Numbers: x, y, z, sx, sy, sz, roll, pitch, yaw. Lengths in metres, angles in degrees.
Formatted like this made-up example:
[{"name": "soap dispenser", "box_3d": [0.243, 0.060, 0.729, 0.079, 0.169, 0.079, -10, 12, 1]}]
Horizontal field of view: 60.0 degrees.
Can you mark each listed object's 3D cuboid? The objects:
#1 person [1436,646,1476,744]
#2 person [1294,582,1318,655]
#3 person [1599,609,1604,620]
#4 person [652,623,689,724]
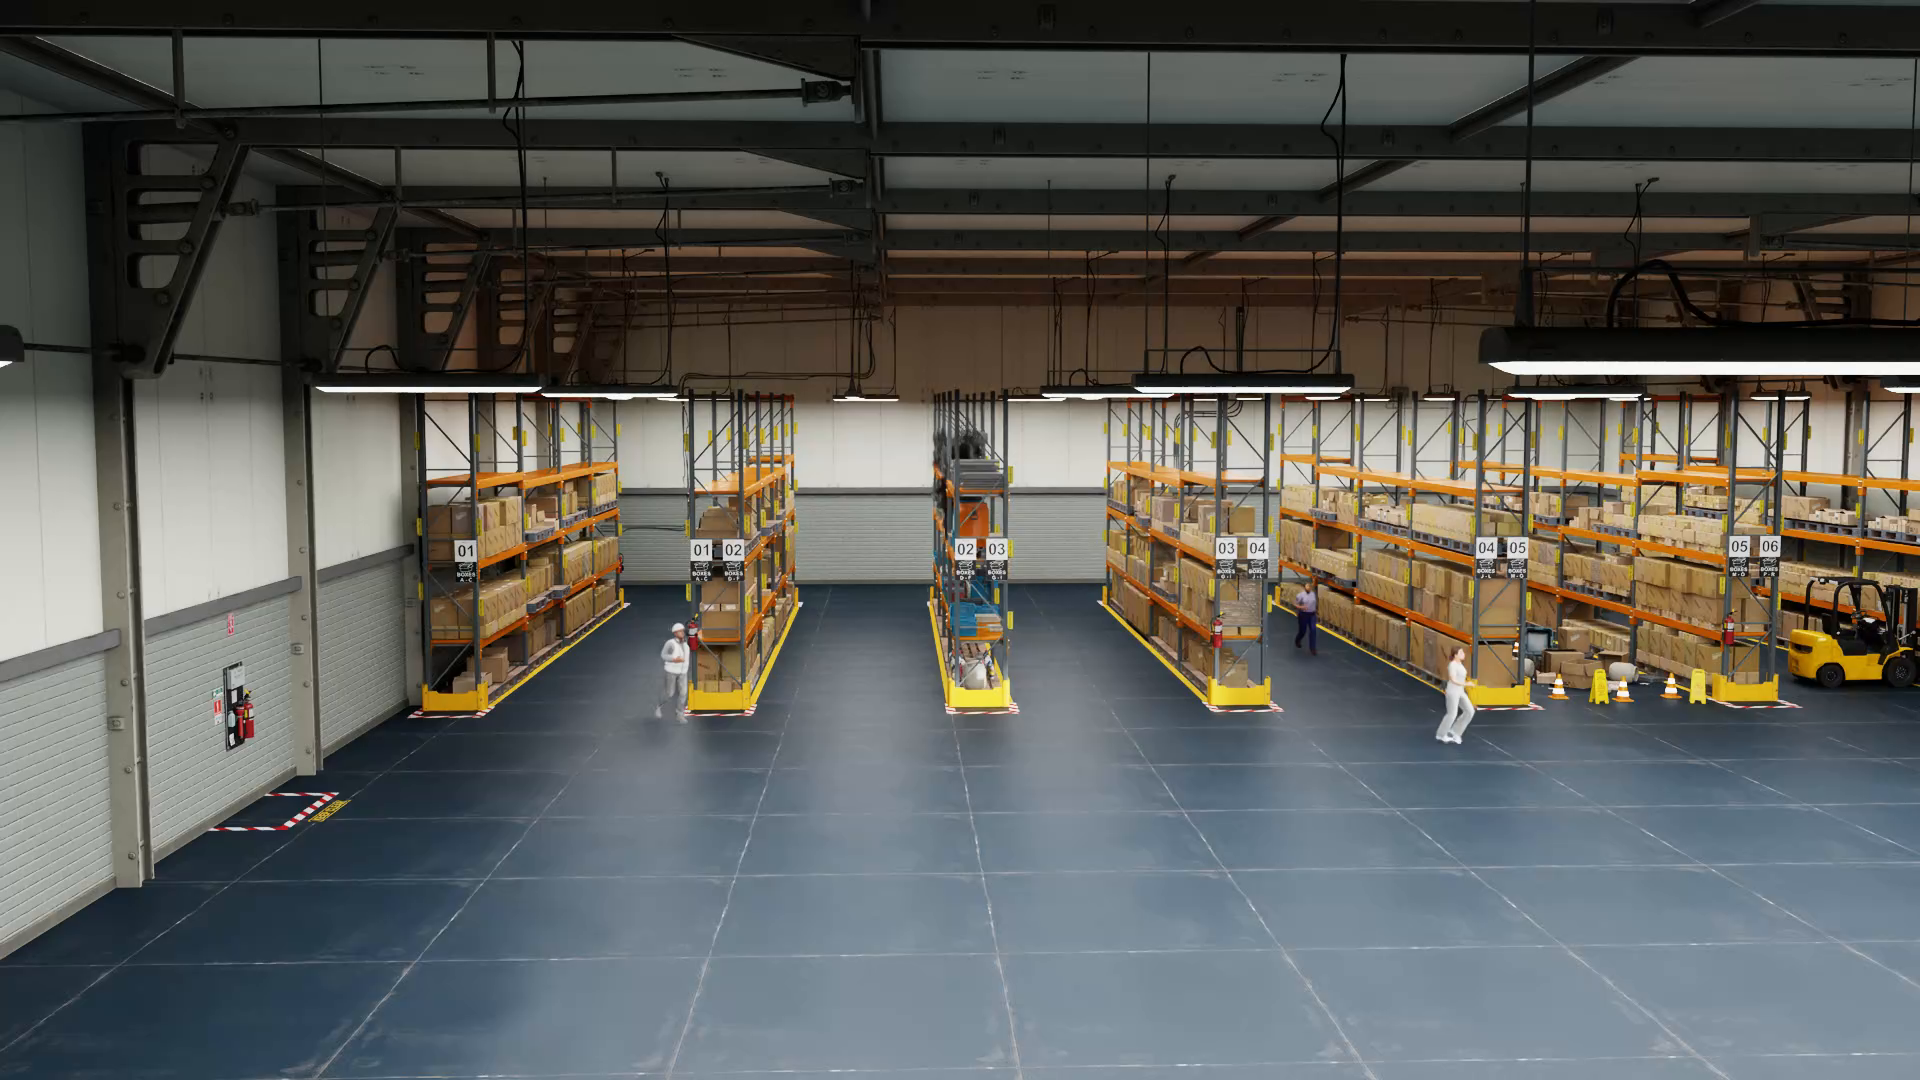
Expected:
[{"name": "person", "box_3d": [8.379, 2.623, 28.022, 0.683, 1.685, 0.578, 4, 6, 38]}, {"name": "person", "box_3d": [7.985, 1.786, 38.250, 0.610, 1.637, 0.873, -1, 5, -11]}, {"name": "person", "box_3d": [16.346, 1.393, 42.724, 0.662, 1.688, 0.510, -1, 5, -8]}, {"name": "person", "box_3d": [-5.125, 2.389, 30.053, 0.887, 1.772, 0.679, 4, 6, 43]}]
